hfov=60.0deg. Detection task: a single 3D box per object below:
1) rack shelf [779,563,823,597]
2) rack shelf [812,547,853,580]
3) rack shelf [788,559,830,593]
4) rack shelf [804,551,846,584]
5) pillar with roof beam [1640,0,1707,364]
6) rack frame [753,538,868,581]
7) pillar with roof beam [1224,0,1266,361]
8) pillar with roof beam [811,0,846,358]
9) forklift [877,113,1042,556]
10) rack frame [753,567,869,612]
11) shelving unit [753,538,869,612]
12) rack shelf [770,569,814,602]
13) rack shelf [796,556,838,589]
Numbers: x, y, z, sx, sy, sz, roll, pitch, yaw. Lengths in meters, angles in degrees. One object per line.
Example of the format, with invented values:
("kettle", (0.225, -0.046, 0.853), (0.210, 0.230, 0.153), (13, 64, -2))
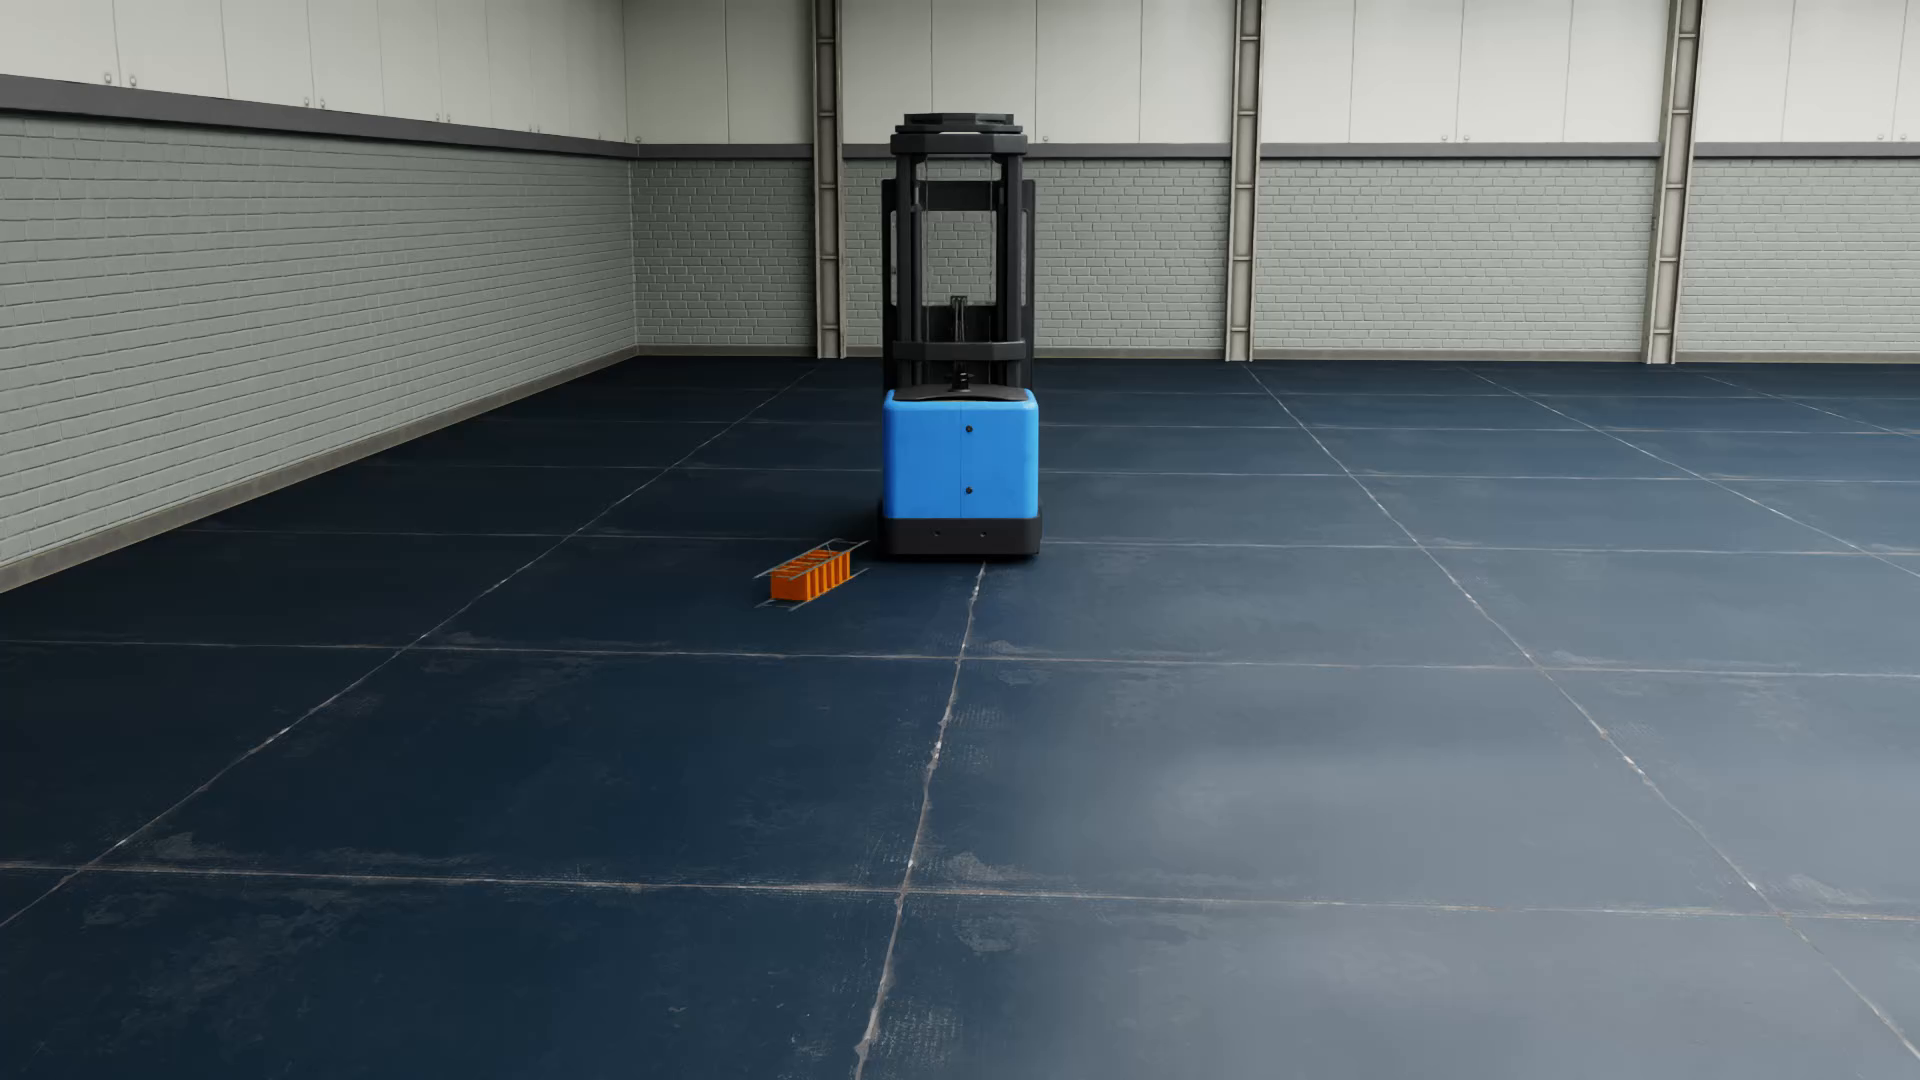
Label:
("rack shelf", (-0.973, 0.242, 10.139), (0.258, 0.180, 0.103), (4, 13, 19))
("rack shelf", (-0.813, 0.149, 10.582), (0.258, 0.180, 0.103), (4, 13, 19))
("rack shelf", (-0.933, 0.219, 10.250), (0.258, 0.180, 0.103), (4, 13, 19))
("rack shelf", (-0.853, 0.172, 10.472), (0.258, 0.180, 0.103), (4, 13, 19))
("pillar with roof beam", (9.777, -6.084, 18.874), (0.400, 9.000, 9.100), (1, 12, 4))
("rack frame", (-0.908, 0.114, 10.301), (0.240, 0.006, 1.200), (4, 13, 19))
("pillar with roof beam", (3.791, -6.166, 19.267), (0.400, 9.000, 9.100), (1, 12, 4))
("pillar with roof beam", (-2.196, -6.248, 19.659), (0.400, 9.000, 9.100), (1, 12, 4))
("forklift", (-0.015, -1.579, 12.160), (1.130, 2.935, 3.031), (0, 12, -1))
("rack frame", (-0.908, 0.294, 10.339), (0.240, 0.006, 1.200), (4, 13, 19))
("shelving unit", (-0.908, 0.204, 10.320), (0.258, 0.189, 1.200), (4, 13, 19))
("rack shelf", (-1.012, 0.265, 10.029), (0.258, 0.180, 0.103), (4, 13, 19))
("rack shelf", (-0.893, 0.195, 10.361), (0.258, 0.180, 0.103), (4, 13, 19))
